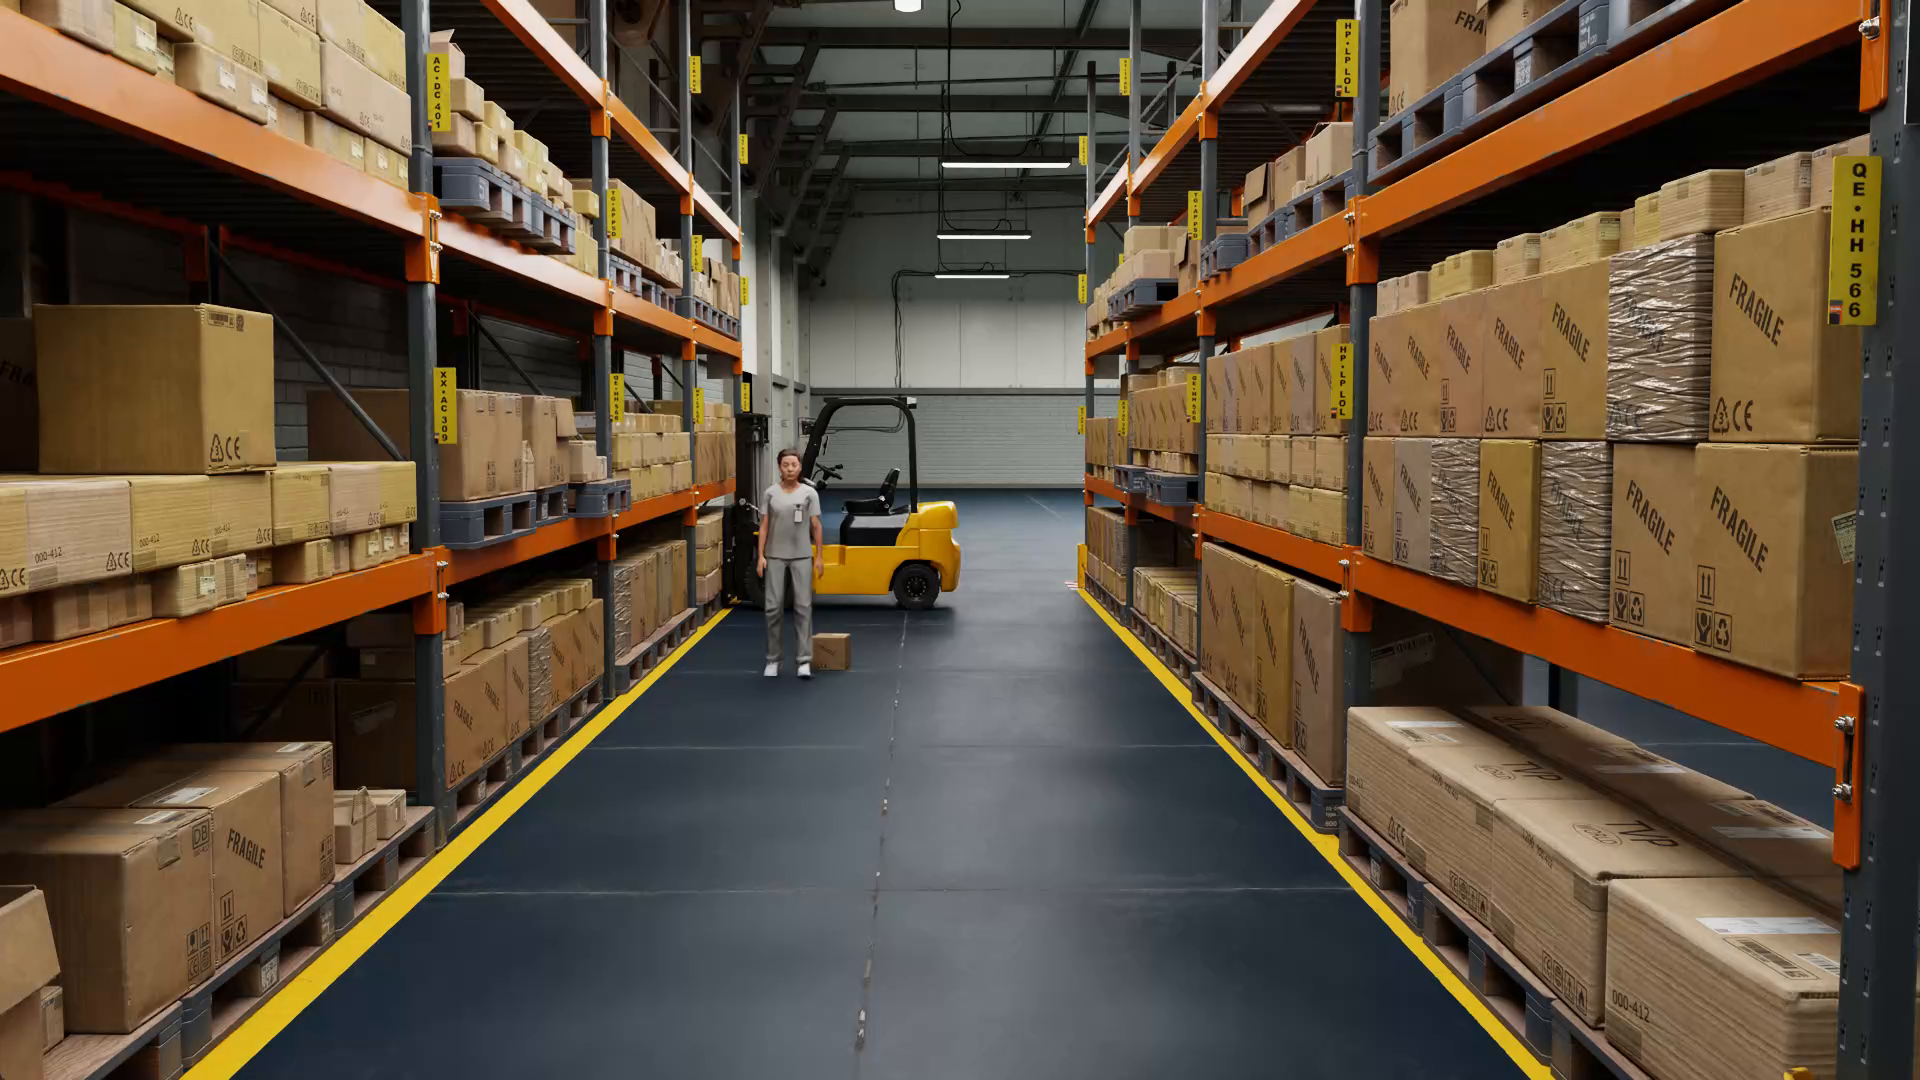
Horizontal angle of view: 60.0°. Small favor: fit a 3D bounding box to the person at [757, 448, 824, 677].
[{"bbox_3d":[-1.259,0.162,12.344,0.492,1.690,0.480,0,4,0],"label":"person"}]
